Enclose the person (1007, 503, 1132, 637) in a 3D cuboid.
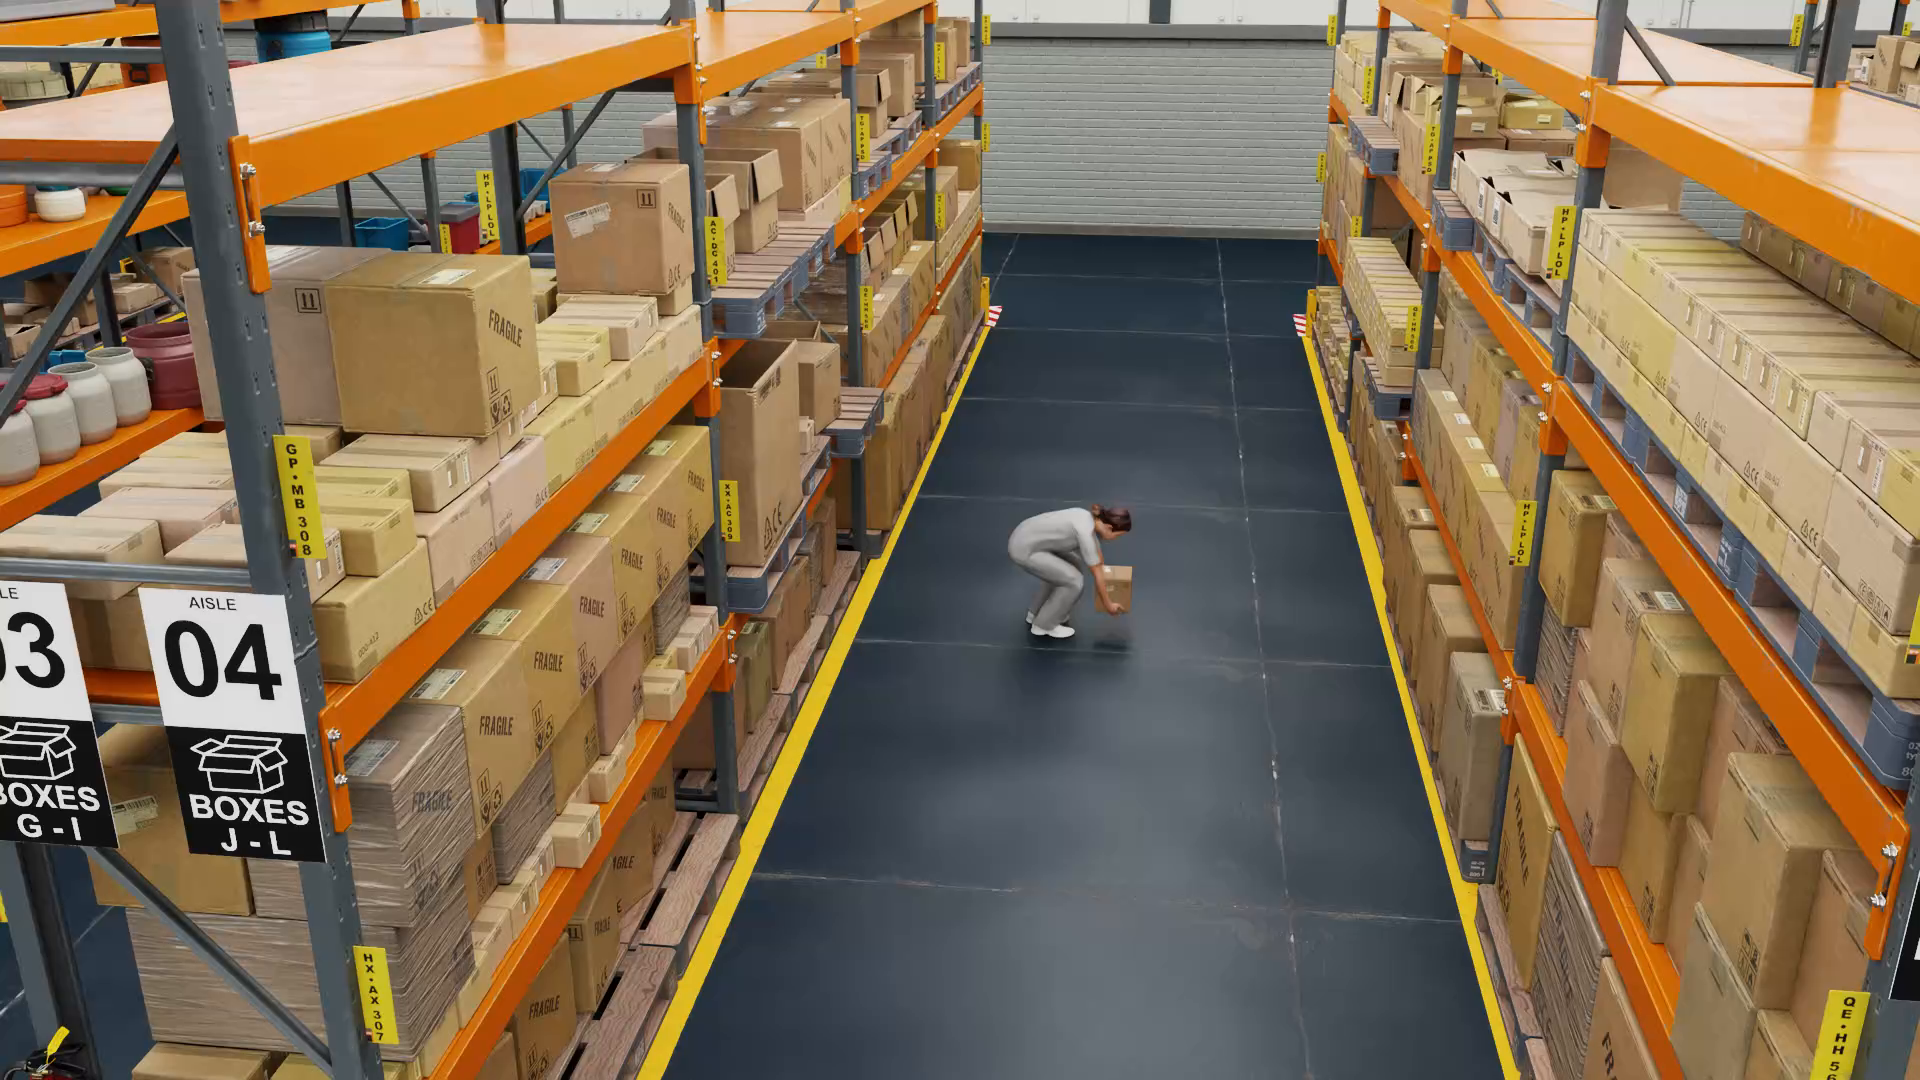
[{"bbox_3d":[0.758,0.188,11.605,0.852,0.950,0.468,2,21,4],"label":"person"}]
